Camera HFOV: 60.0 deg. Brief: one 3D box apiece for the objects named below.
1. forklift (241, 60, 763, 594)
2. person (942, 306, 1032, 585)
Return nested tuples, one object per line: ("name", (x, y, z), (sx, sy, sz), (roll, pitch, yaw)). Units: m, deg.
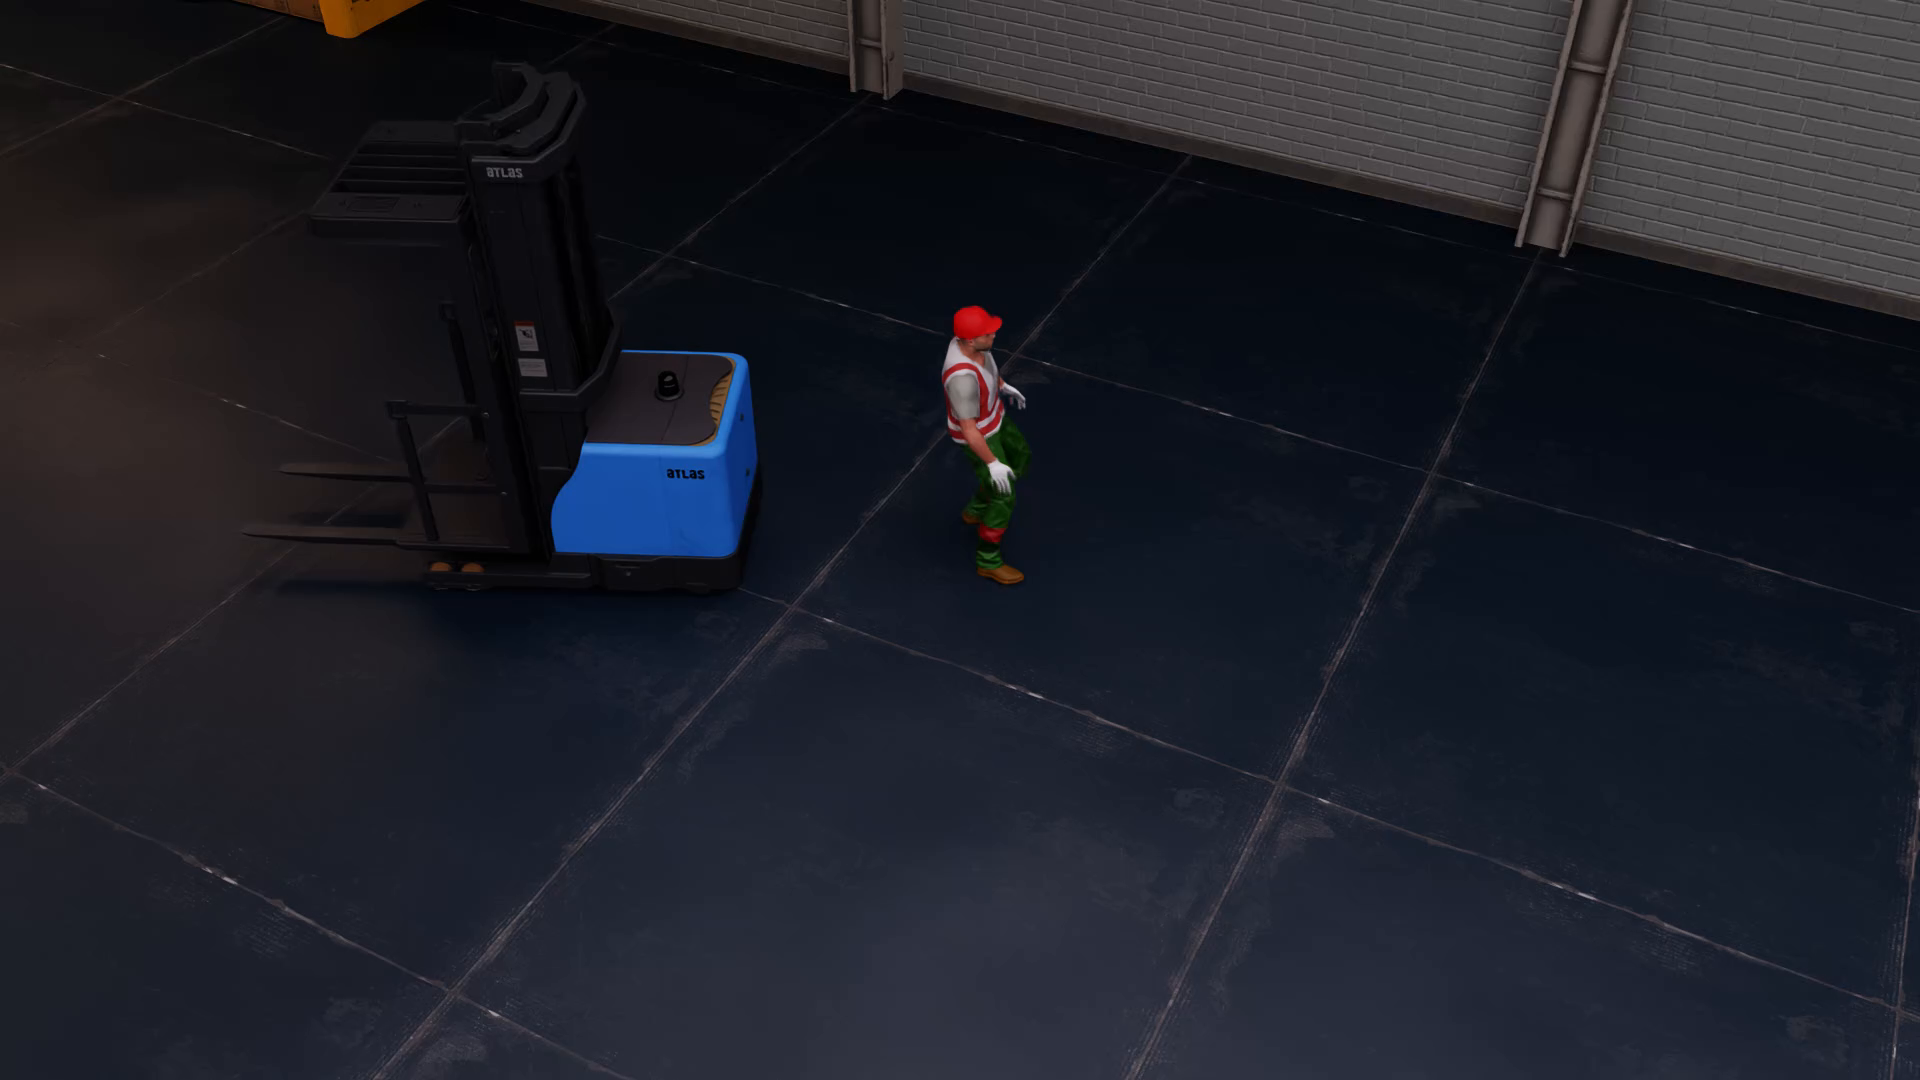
("forklift", (-2.783, -1.157, 9.361), (3.031, 2.935, 1.130), (2, 40, 2))
("person", (0.171, -0.622, 9.687), (0.543, 1.700, 0.816), (7, 41, 8))
